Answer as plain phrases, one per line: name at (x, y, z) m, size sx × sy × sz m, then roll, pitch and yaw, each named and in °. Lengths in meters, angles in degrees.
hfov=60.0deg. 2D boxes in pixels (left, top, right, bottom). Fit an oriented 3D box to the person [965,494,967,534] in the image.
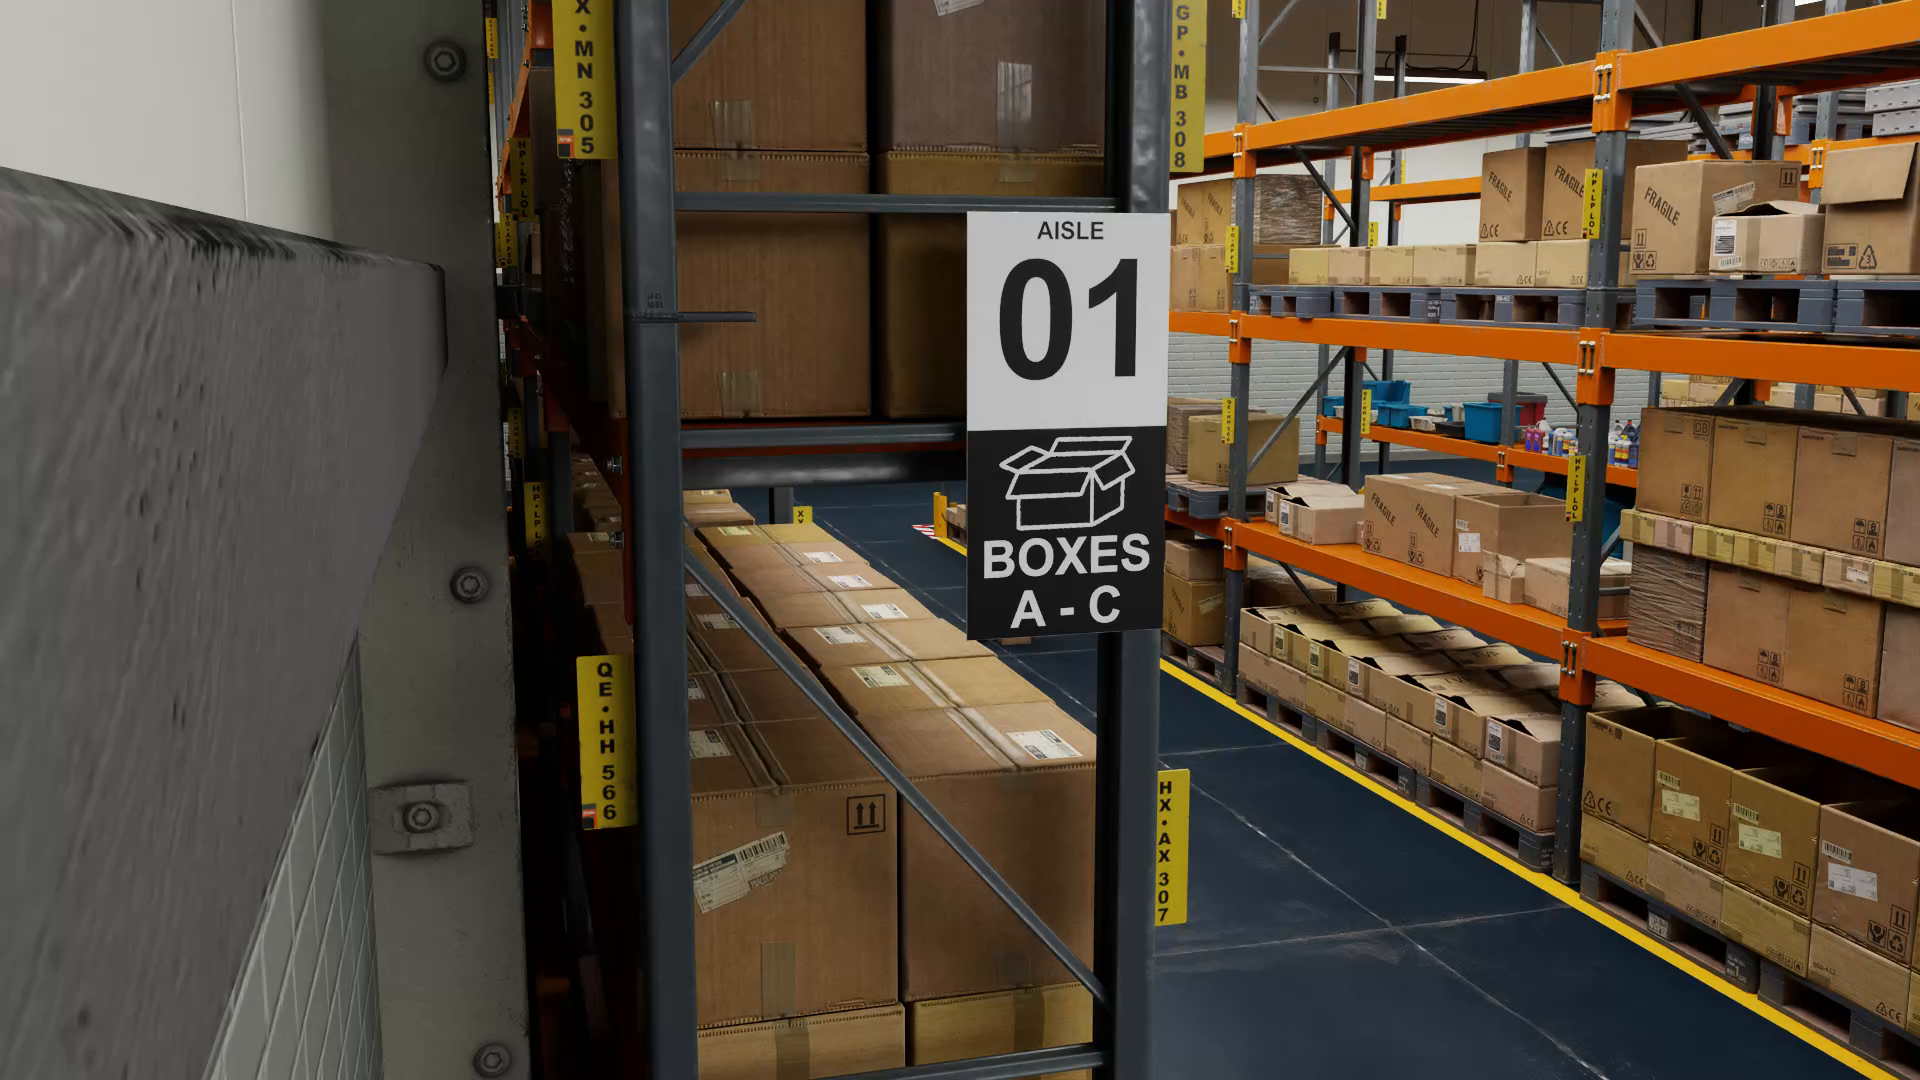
person at (0.350, -0.049, 14.223) m, size 0.644 × 1.774 × 0.427 m, roll -3°, pitch 9°, yaw -16°
